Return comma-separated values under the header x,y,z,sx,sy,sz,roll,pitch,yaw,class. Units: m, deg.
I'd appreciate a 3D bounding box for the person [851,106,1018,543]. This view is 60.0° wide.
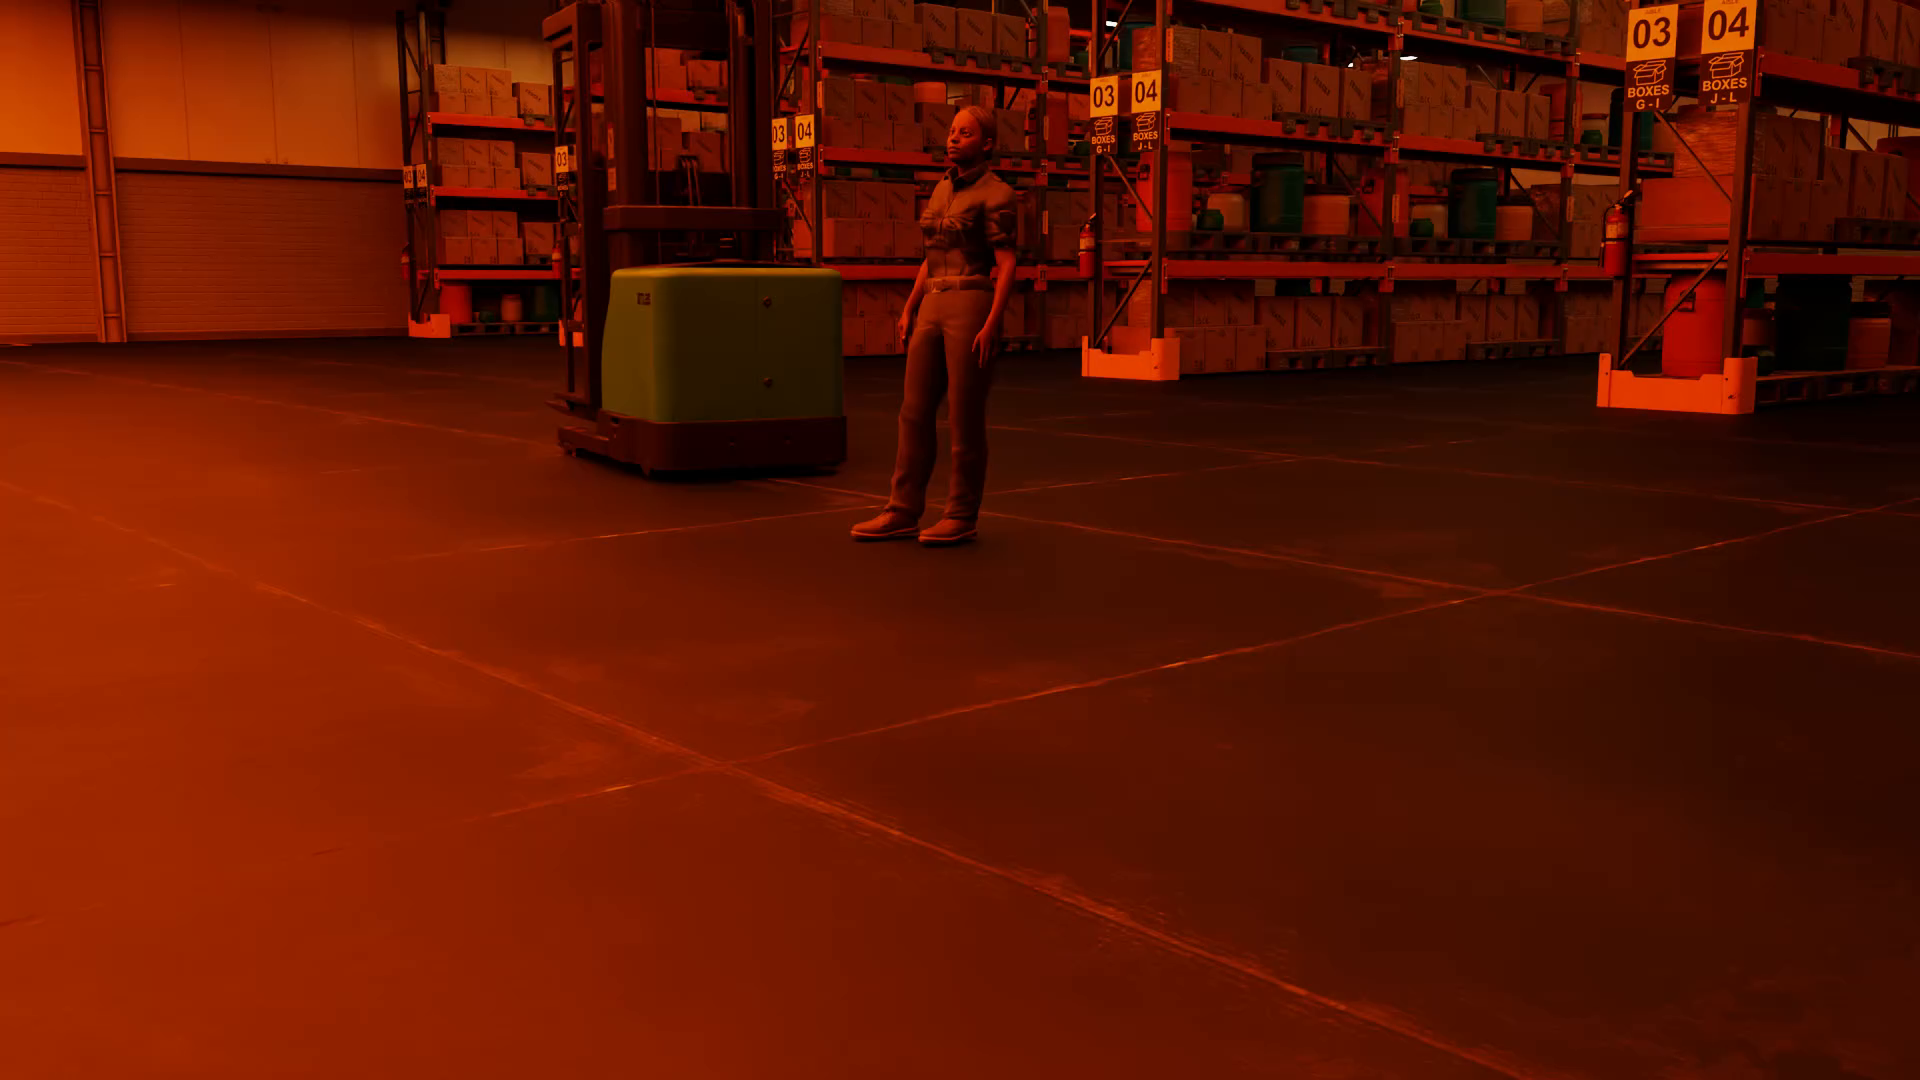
x,y,z,sx,sy,sz,roll,pitch,yaw,class
-0.079,-0.818,6.370,0.504,1.654,0.569,-8,12,-40,person

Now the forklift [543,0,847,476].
x,y,z,sx,sy,sz,roll,pitch,yaw,class
-1.727,-1.958,9.607,1.130,2.935,3.031,-5,10,-27,forklift
